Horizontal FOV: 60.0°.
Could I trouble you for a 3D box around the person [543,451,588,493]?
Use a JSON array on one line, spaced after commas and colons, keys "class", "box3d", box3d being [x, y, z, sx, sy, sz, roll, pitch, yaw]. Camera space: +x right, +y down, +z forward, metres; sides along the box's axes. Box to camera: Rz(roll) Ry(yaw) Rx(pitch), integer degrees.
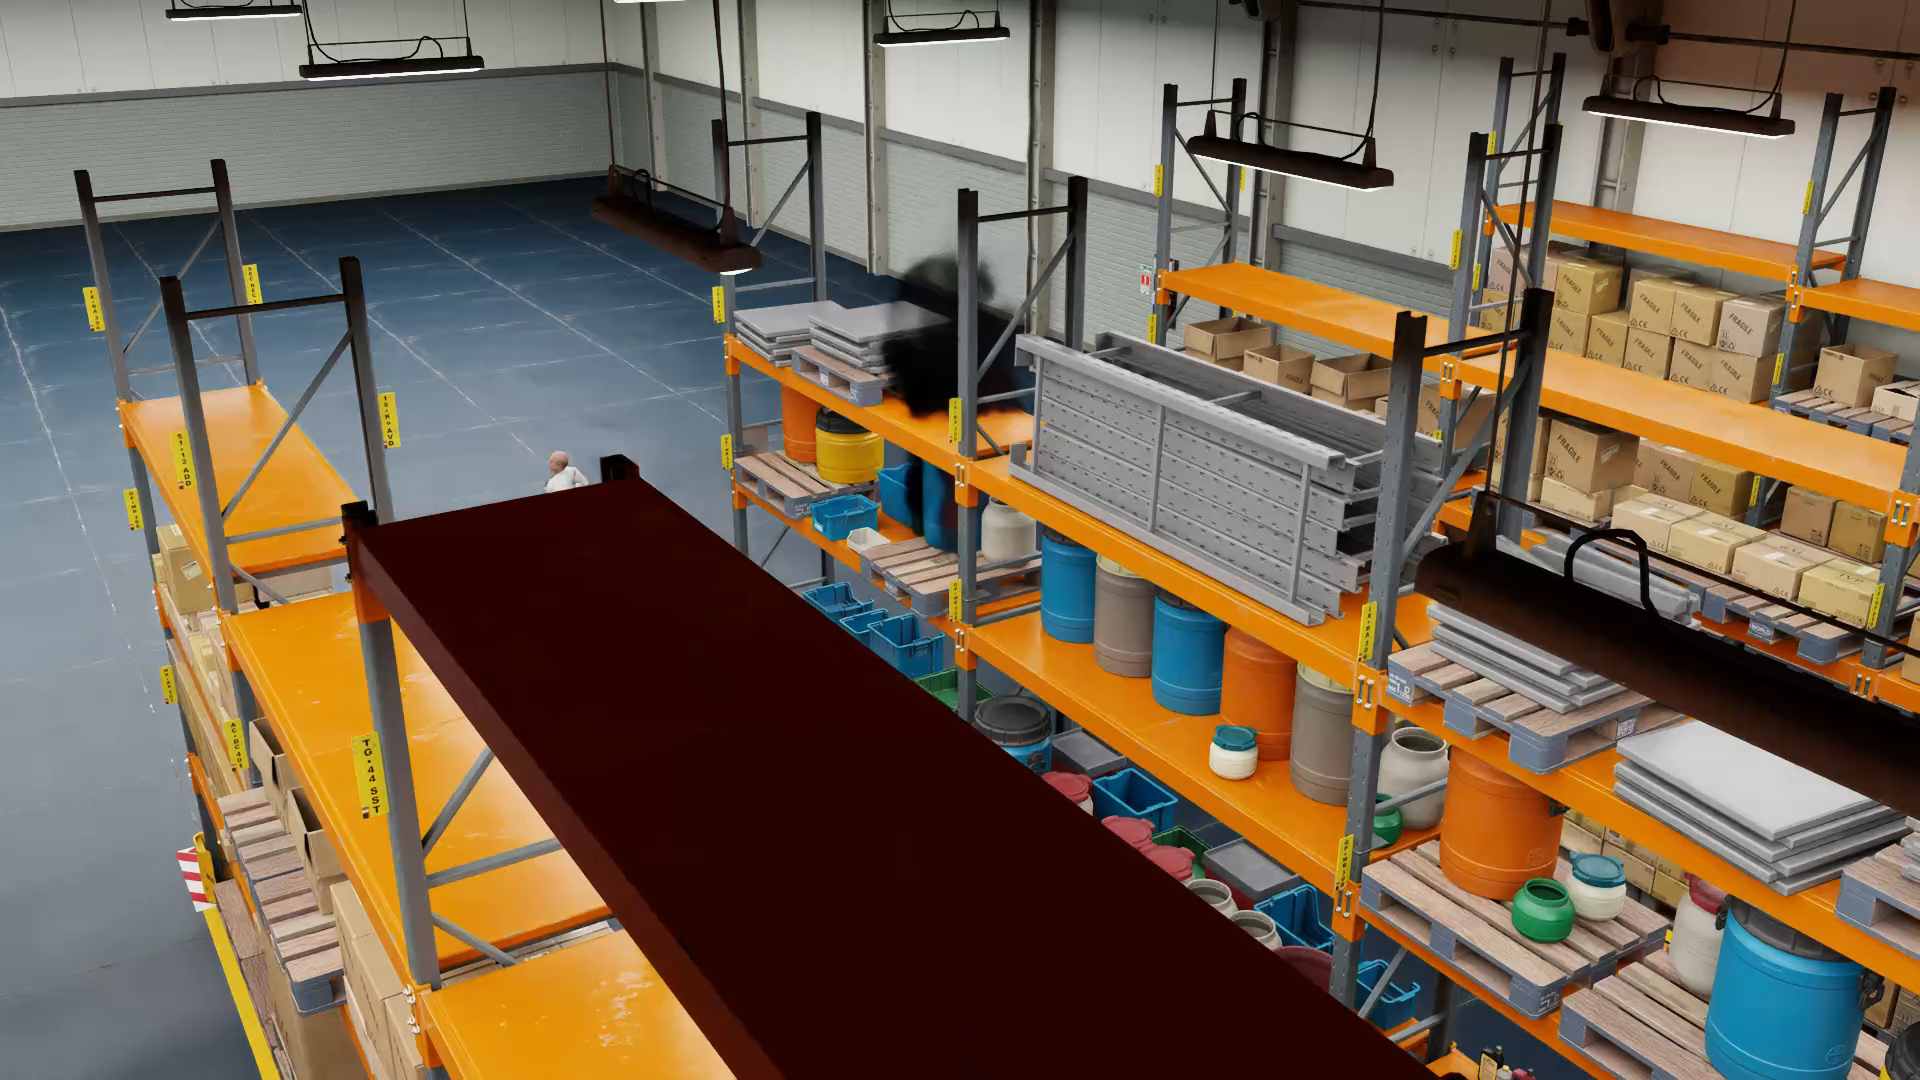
[{"class": "person", "box3d": [-4.597, -0.181, 19.423, 1.040, 1.805, 0.703, -4, 22, -9]}]
